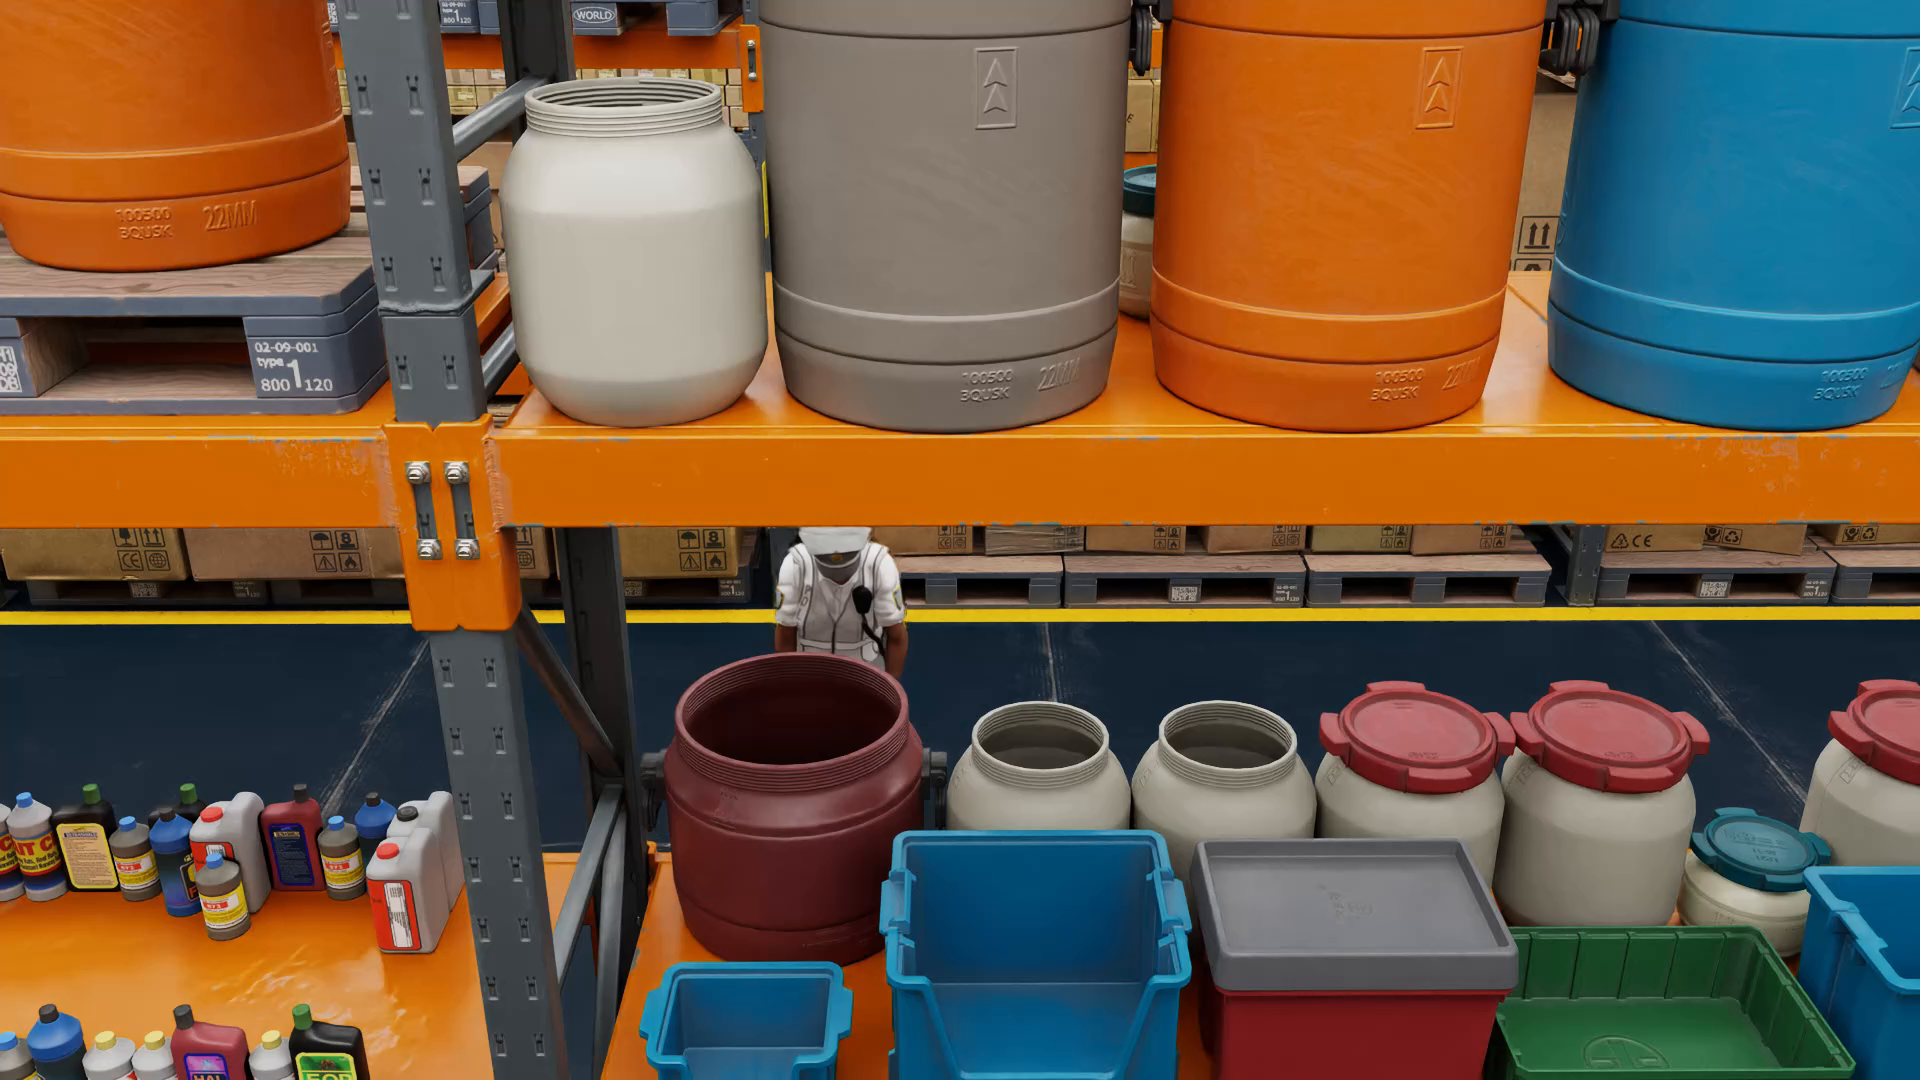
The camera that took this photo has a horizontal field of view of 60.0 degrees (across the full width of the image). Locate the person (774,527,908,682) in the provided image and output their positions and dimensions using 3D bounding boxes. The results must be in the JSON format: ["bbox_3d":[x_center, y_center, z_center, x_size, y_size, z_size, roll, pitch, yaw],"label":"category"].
[{"bbox_3d":[-0.433,0.519,6.183,0.490,1.487,0.628,0,24,0],"label":"person"}]
